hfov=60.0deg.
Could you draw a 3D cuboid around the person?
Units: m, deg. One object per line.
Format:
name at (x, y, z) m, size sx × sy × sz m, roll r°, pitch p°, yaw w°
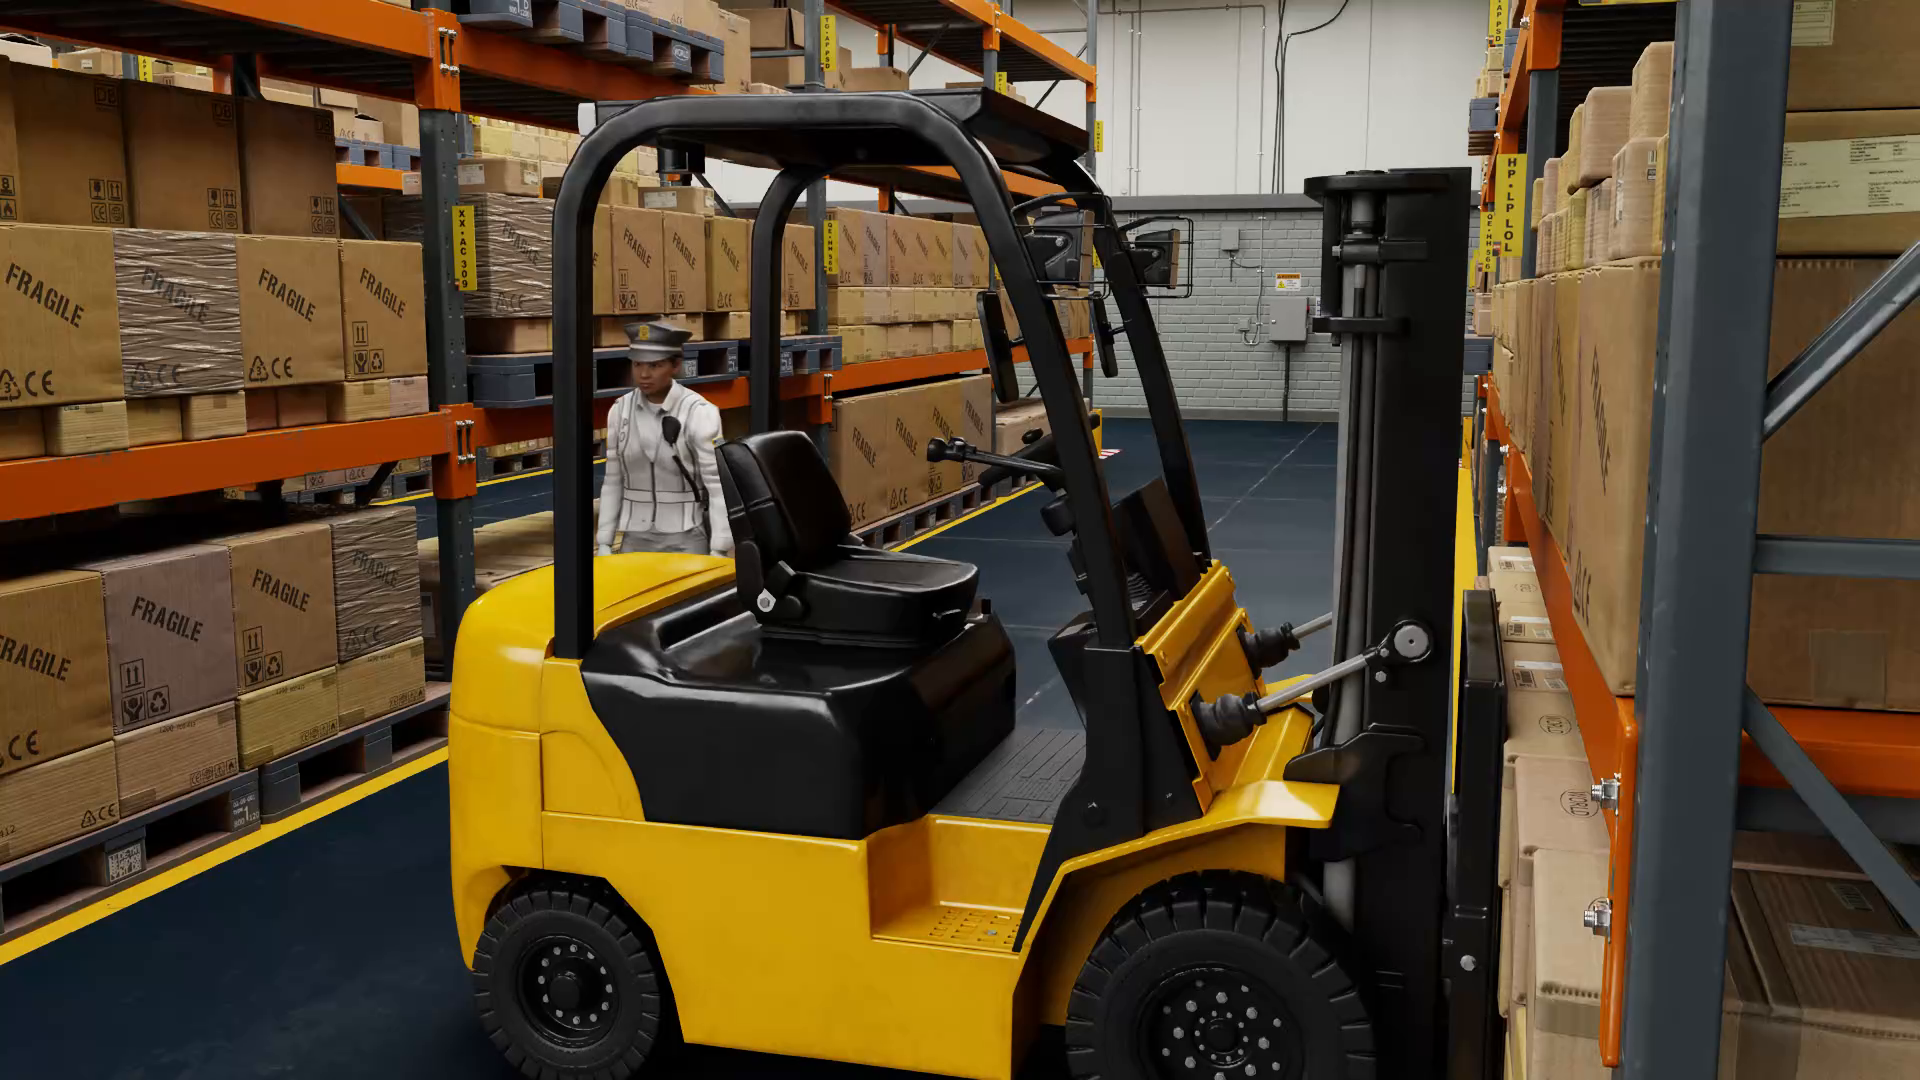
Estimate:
person at (-1.078, 0.043, 6.038) m, size 0.532 × 1.663 × 0.404 m, roll 2°, pitch 9°, yaw 16°
